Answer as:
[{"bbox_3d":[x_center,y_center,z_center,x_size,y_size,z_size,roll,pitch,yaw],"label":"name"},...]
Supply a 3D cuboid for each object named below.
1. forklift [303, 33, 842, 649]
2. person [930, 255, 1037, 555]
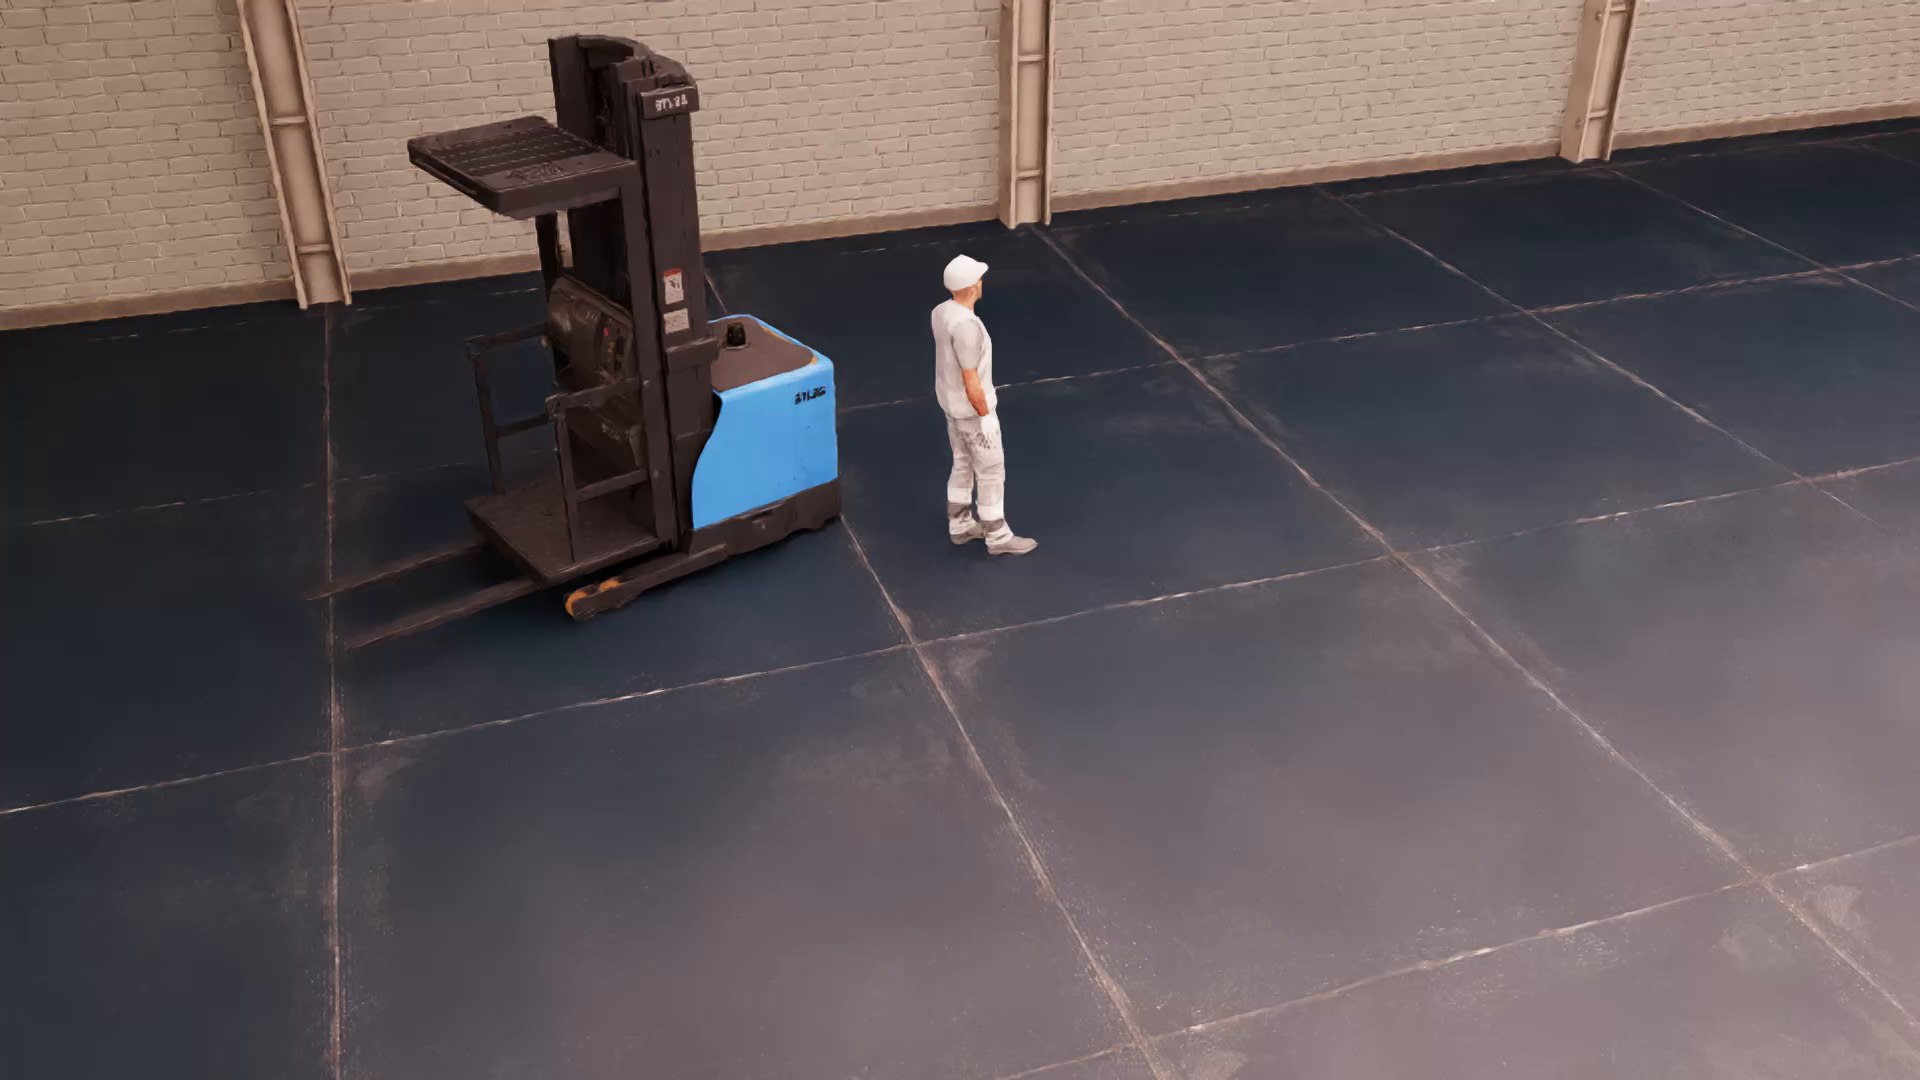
[{"bbox_3d":[-2.192,-1.119,9.033,3.031,2.935,1.130,-22,36,-33],"label":"forklift"},{"bbox_3d":[0.121,-0.793,9.615,0.531,1.791,0.678,-11,32,-18],"label":"person"}]
